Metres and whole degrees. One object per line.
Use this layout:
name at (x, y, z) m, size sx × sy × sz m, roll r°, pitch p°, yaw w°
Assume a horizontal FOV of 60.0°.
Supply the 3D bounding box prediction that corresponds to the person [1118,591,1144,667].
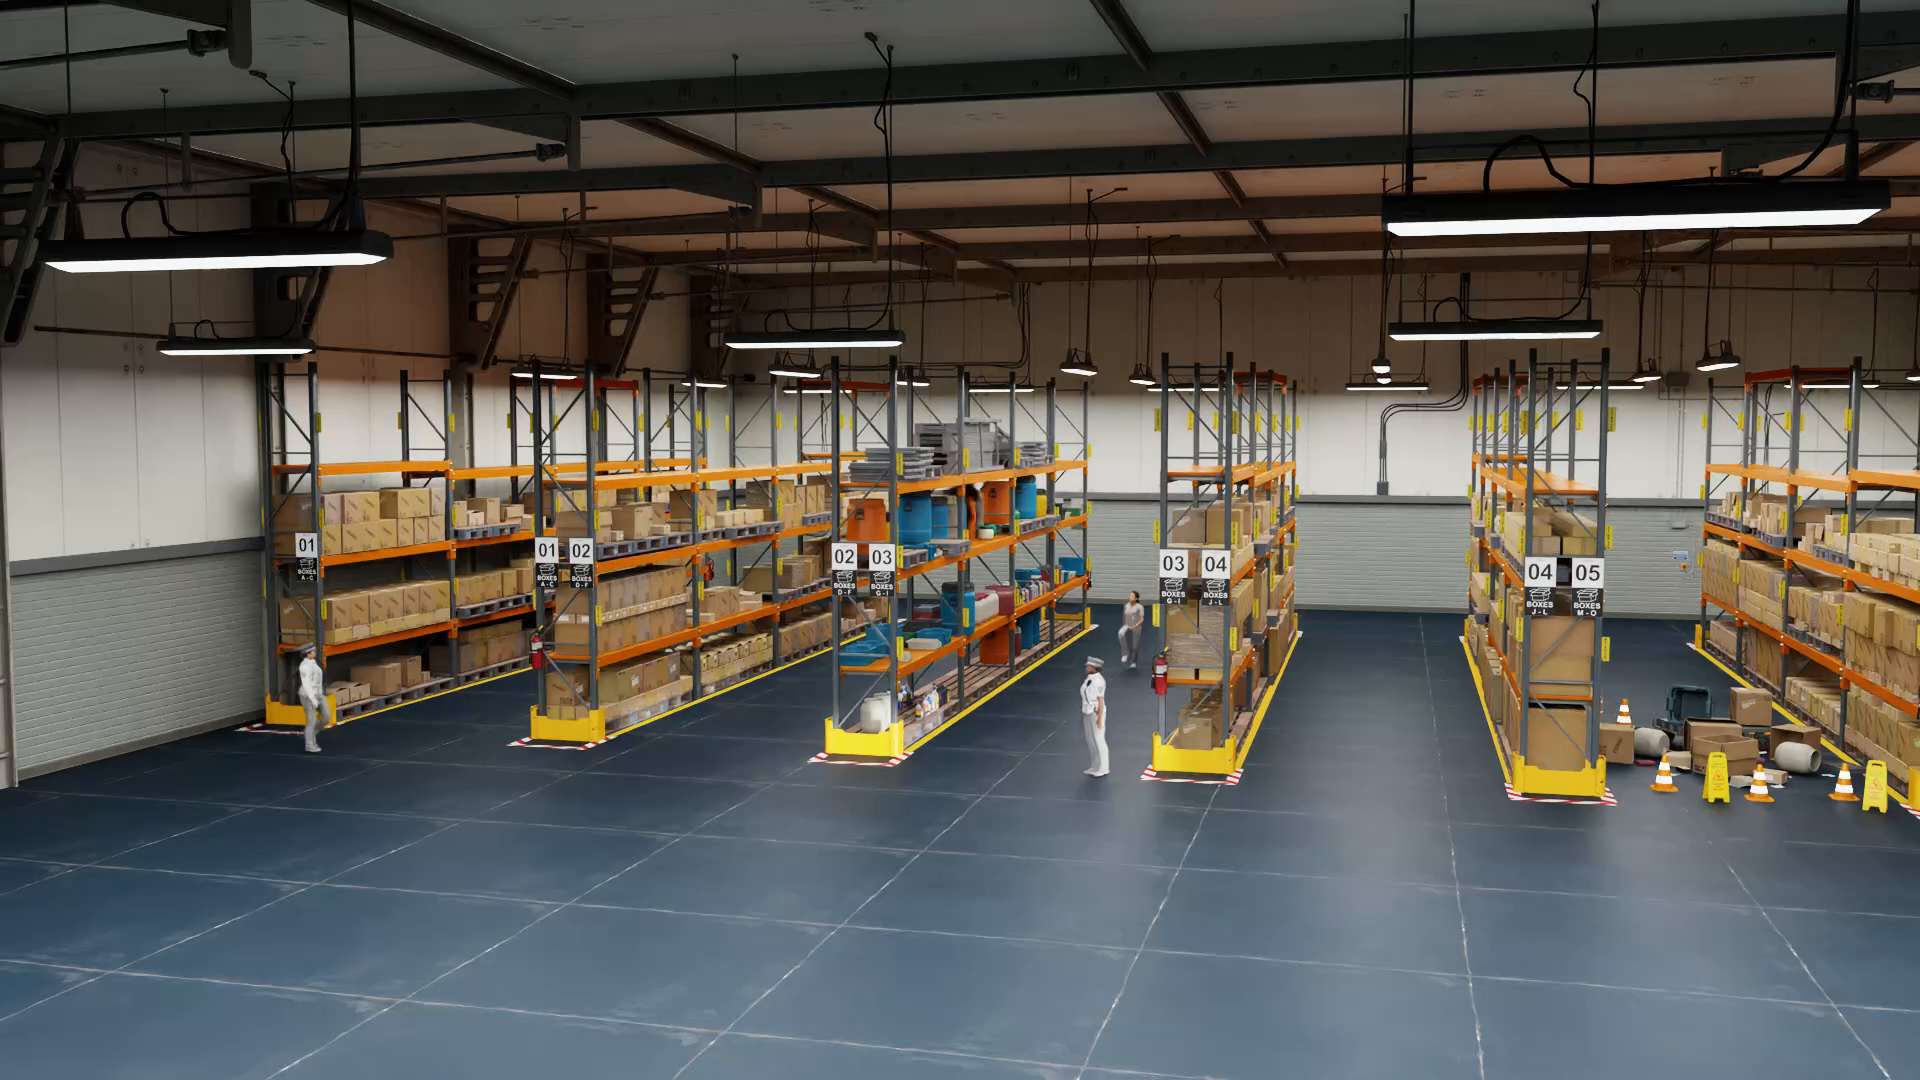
person at (3.479, 1.814, 33.507) m, size 0.480 × 1.600 × 0.982 m, roll 1°, pitch 4°, yaw 14°

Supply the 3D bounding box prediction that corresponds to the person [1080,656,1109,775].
person at (1.918, 2.511, 23.643) m, size 0.382 × 1.723 × 0.560 m, roll -1°, pitch 4°, yaw -17°

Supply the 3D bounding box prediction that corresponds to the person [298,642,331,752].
person at (-9.814, 2.372, 25.172) m, size 0.434 × 1.676 × 0.459 m, roll 1°, pitch 4°, yaw 17°
